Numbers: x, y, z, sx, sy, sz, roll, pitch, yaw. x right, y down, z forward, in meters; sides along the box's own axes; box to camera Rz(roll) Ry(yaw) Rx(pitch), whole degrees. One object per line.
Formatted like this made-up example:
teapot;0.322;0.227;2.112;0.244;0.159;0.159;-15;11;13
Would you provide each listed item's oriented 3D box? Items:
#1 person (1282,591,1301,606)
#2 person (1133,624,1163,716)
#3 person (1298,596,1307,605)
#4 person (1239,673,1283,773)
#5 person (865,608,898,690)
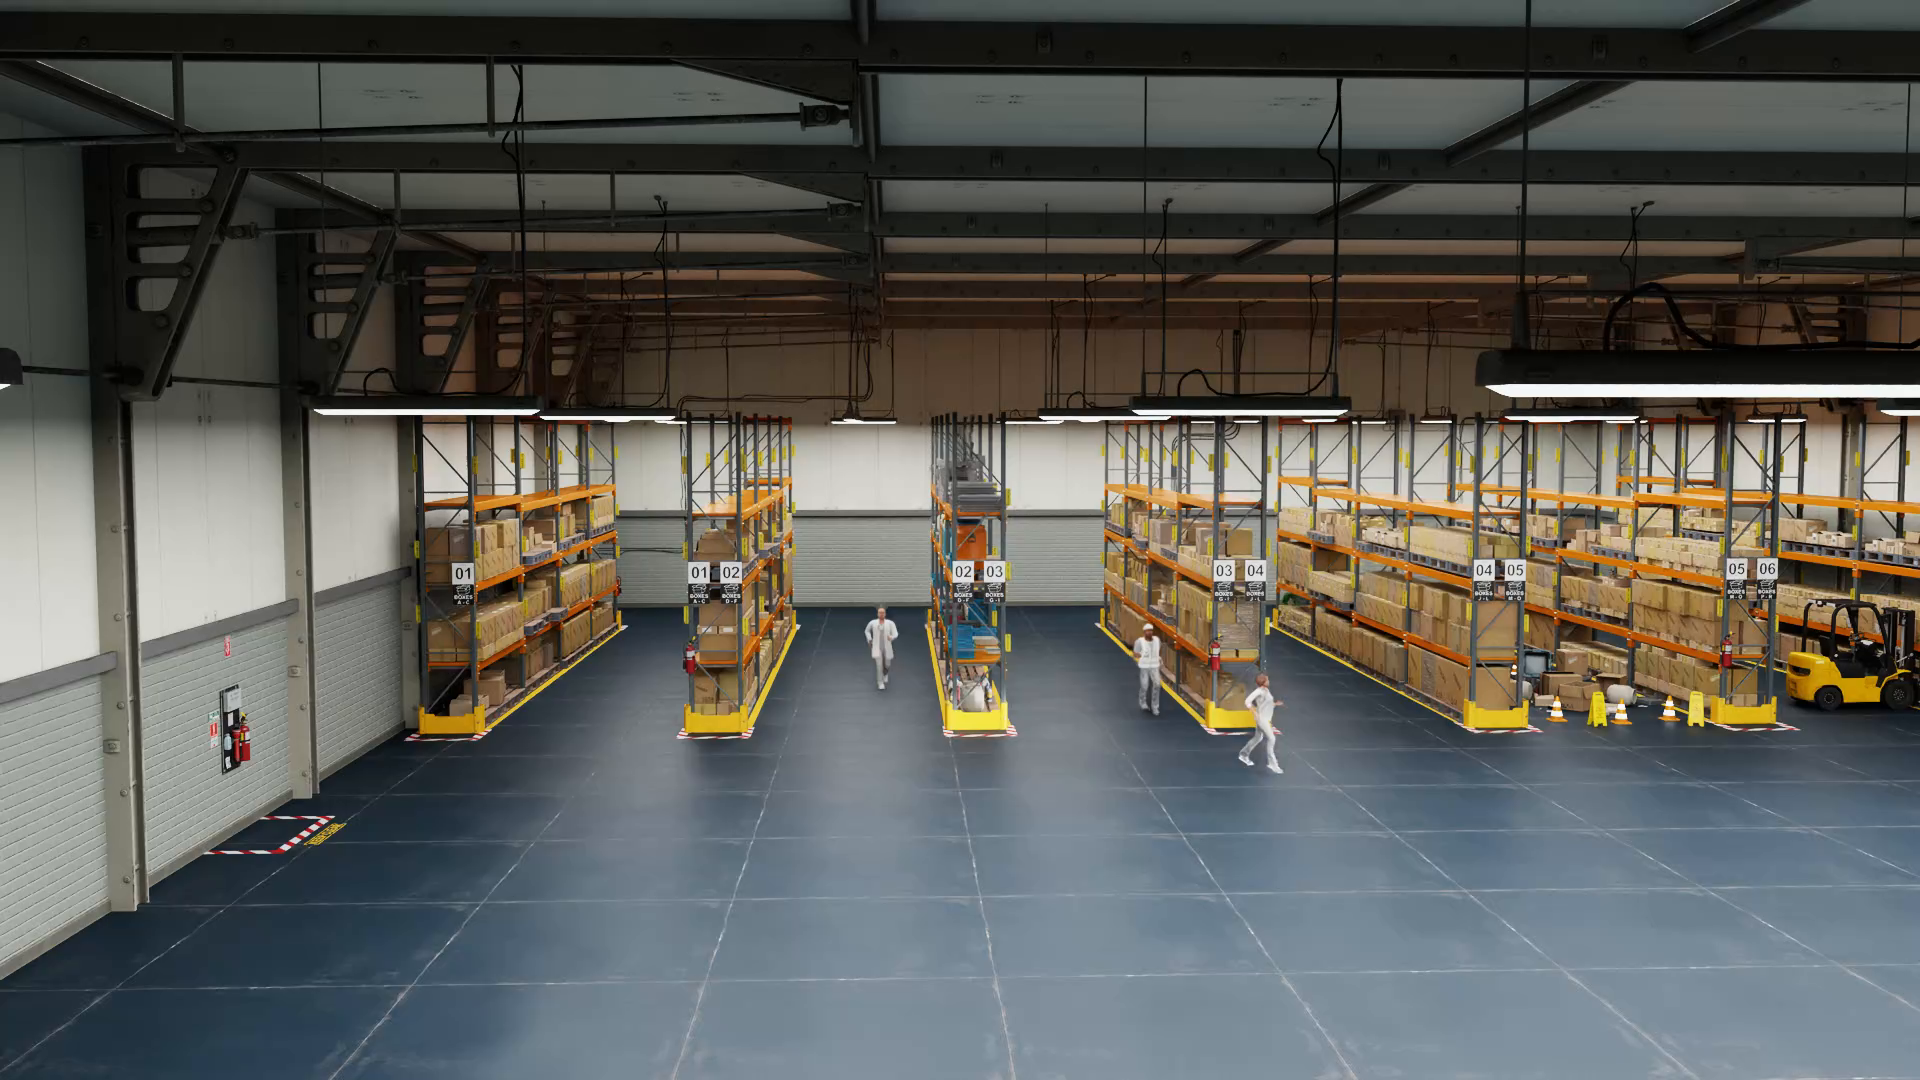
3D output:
person;9.748;1.495;49.138;0.854;1.770;0.706;3;5;40
person;3.763;2.581;33.172;0.656;1.844;0.782;-1;4;-8
person;10.230;1.515;49.116;0.665;1.734;0.708;0;4;-3
person;5.006;3.027;27.635;0.784;1.630;0.517;2;4;23
person;-1.724;2.368;36.456;0.720;1.746;0.912;0;4;-7
